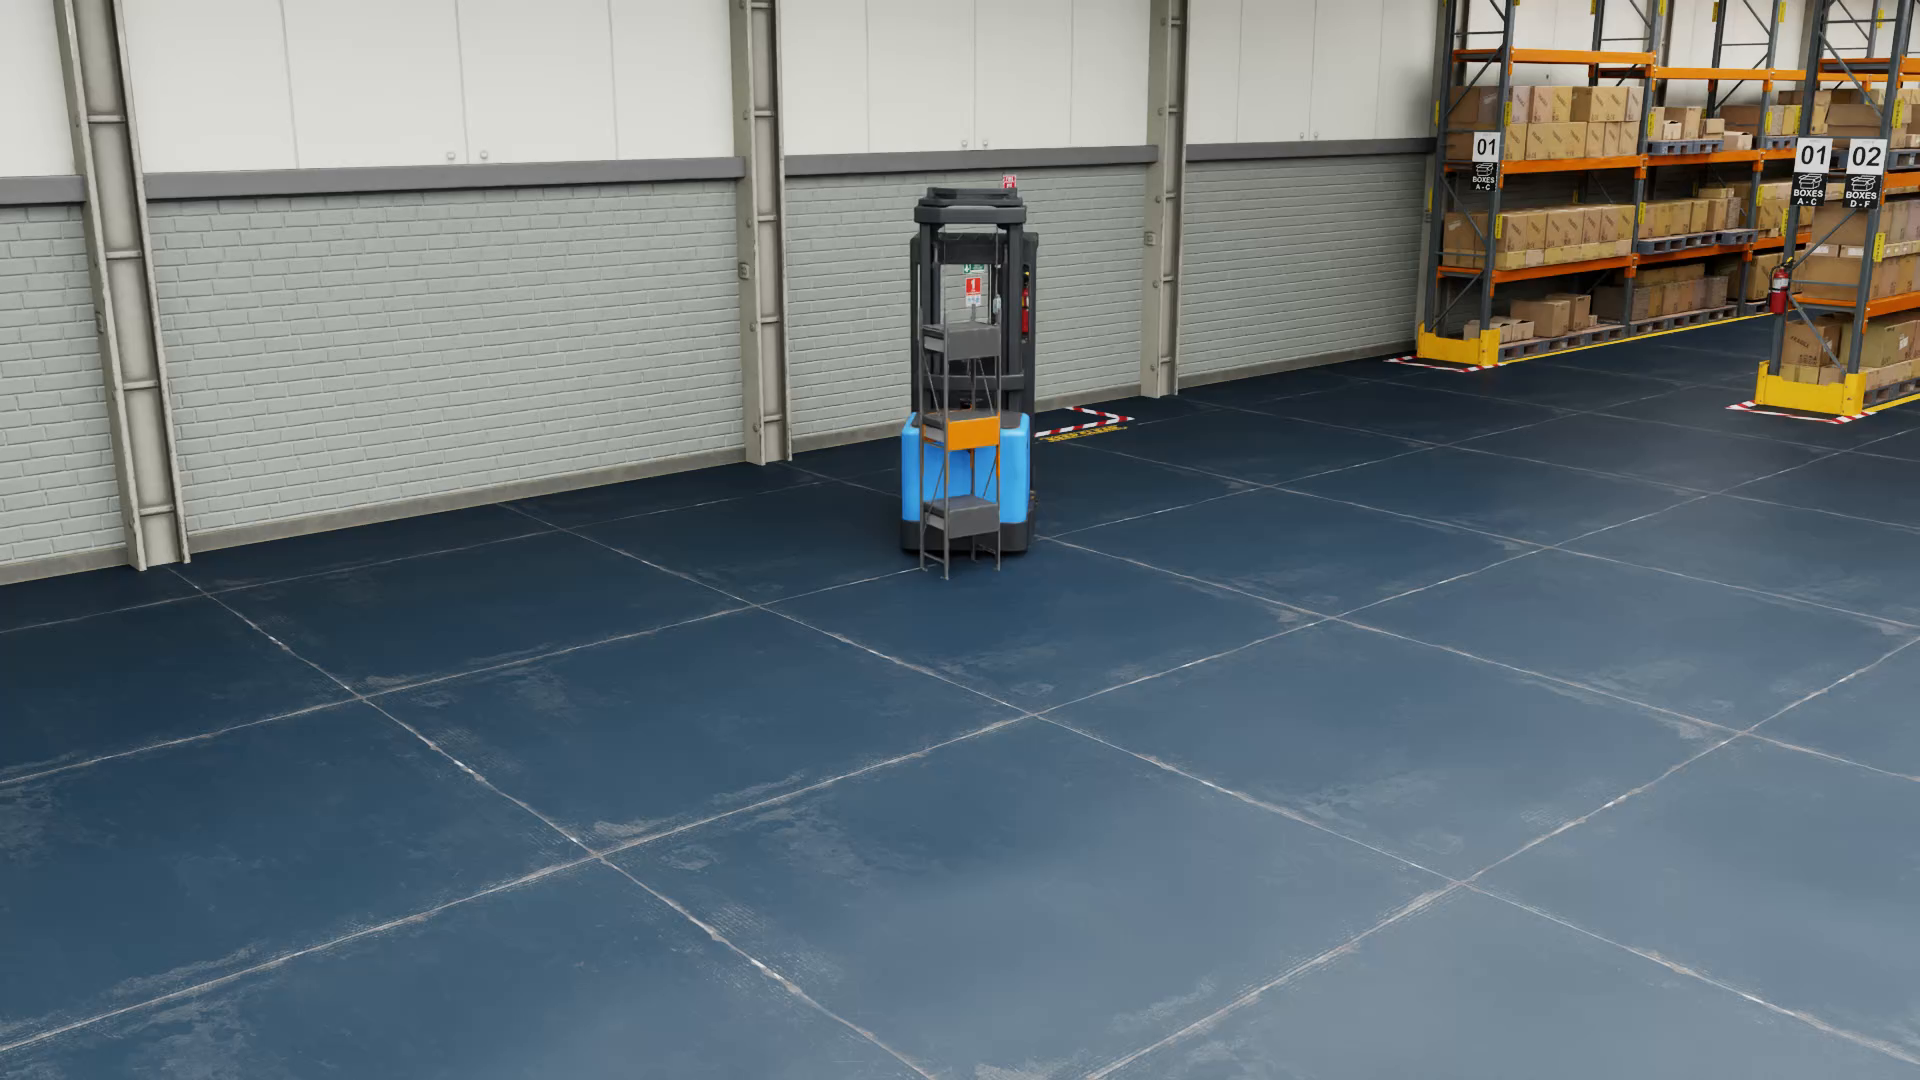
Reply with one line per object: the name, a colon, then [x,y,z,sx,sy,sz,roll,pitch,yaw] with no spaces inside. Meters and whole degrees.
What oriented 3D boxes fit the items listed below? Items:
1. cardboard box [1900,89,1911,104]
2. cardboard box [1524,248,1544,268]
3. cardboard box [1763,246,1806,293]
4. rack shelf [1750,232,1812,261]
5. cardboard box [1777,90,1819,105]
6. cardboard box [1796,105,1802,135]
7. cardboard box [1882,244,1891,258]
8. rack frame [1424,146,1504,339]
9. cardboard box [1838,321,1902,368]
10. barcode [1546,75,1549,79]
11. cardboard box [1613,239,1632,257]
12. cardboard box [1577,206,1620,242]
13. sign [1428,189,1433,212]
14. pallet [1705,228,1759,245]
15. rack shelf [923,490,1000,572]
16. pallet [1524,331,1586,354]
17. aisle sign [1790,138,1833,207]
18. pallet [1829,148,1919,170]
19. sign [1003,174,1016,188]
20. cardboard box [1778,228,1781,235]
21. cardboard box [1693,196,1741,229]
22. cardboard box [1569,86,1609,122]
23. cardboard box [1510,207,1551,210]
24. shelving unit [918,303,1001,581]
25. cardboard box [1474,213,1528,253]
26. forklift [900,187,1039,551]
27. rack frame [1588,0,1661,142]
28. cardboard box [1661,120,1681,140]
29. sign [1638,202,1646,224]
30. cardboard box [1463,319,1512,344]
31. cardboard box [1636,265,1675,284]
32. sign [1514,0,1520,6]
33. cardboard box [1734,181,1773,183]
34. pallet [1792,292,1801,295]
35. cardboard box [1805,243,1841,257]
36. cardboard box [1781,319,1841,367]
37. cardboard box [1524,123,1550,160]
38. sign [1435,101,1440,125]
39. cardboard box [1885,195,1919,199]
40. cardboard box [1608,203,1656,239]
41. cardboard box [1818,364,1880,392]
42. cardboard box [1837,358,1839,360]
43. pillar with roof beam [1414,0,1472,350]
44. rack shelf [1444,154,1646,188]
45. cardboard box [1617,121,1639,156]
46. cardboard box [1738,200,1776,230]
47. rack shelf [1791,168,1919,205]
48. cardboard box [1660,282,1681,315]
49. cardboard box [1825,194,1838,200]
cardboard box: [17.620,-8.289,31.488,0.500,0.500,0.500,-12,19,-39]
cardboard box: [8.051,-4.076,23.949,0.500,0.250,0.500,-13,20,-41]
cardboard box: [15.071,-4.938,30.275,0.750,0.750,0.750,-12,19,-38]
rack shelf: [14.636,-5.374,29.949,4.000,0.370,1.077,-13,19,-39]
cardboard box: [14.988,-7.912,29.747,0.500,0.250,0.500,-13,20,-41]
cardboard box: [14.611,-7.463,29.519,0.500,0.500,0.700,-13,20,-39]
cardboard box: [10.982,-3.495,20.071,0.250,0.149,0.380,-13,20,-41]
rack frame: [7.092,-4.027,23.514,0.127,3.000,1.000,-13,19,-39]
cardboard box: [11.273,-2.433,20.606,0.500,0.500,0.500,-13,19,-39]
barcode: [8.779,-6.920,24.850,0.075,0.075,0.001,-13,19,-39]
cardboard box: [9.951,-4.503,25.546,0.500,0.250,0.500,-13,19,-39]
cardboard box: [9.583,-4.778,25.125,0.500,0.500,0.500,-13,20,-40]
sign: [6.743,-4.851,23.741,0.005,0.325,0.100,-13,19,-39]
pallet: [12.660,-5.148,28.083,1.003,0.211,1.213,-13,19,-39]
rack shelf: [-0.002,-0.080,13.247,0.480,0.518,0.431,-9,18,-31]
pallet: [8.706,-3.029,25.181,1.213,0.211,1.003,-13,19,-39]
aisle sign: [10.105,-4.365,19.743,0.004,0.787,0.394,-13,19,-39]
pallet: [10.897,-4.585,19.960,1.213,0.211,1.003,-13,19,-39]
sign: [0.565,-4.024,19.012,0.199,0.298,0.001,-13,19,-39]
cardboard box: [14.278,-5.463,29.338,0.250,0.149,0.380,-12,19,-38]
cardboard box: [12.779,-5.562,28.213,0.700,0.500,0.500,13,20,40]
cardboard box: [9.116,-6.372,24.310,0.500,0.500,0.500,-14,20,-41]
cardboard box: [8.462,-4.705,24.850,0.500,0.500,0.500,-12,19,-39]
shelving unit: [-0.002,-0.770,13.063,0.503,2.100,0.431,-9,18,-31]
cardboard box: [7.650,-4.349,23.518,0.500,0.500,0.500,-13,19,-39]
forklift: [0.132,-1.650,14.747,1.130,2.935,3.031,1,15,4]
rack frame: [10.110,-7.603,25.277,0.127,3.000,1.000,-13,19,-39]
cardboard box: [11.039,-6.495,26.300,0.500,0.311,0.500,-12,19,-38]
sign: [10.472,-5.019,25.549,0.005,0.325,0.100,-13,19,-39]
cardboard box: [7.673,-3.040,24.177,0.500,0.311,0.500,13,20,41]
cardboard box: [11.374,-4.364,27.313,0.500,0.250,0.500,-13,20,-41]
sign: [7.448,-7.309,22.214,0.005,0.325,0.100,-13,19,-39]
cardboard box: [14.081,-6.247,29.562,0.500,0.250,0.500,-13,20,-41]
pallet: [14.691,-4.360,30.162,1.213,0.211,1.003,-13,19,-39]
cardboard box: [10.510,-3.527,20.191,0.250,0.149,0.380,-13,20,-40]
cardboard box: [10.556,-2.449,20.667,0.500,0.500,0.500,-13,19,-39]
cardboard box: [7.937,-5.626,23.456,0.500,0.500,0.500,-11,19,-36]
sign: [6.743,-6.016,23.430,0.005,0.325,0.100,-13,19,-39]
cardboard box: [11.898,-4.085,21.022,0.500,0.500,0.700,-13,19,-39]
cardboard box: [10.516,-5.045,26.279,0.500,0.500,0.700,-13,19,-39]
cardboard box: [10.897,-1.985,20.385,0.500,0.250,0.500,-13,19,-39]
cardboard box: [10.927,-2.173,21.088,0.500,0.250,0.500,-13,19,-39]
pillar with roof beam: [9.878,-6.374,20.677,0.400,9.000,9.100,-13,19,-39]
rack shelf: [8.601,-5.468,24.488,4.000,0.370,1.077,-13,19,-39]
cardboard box: [9.889,-6.078,25.146,0.500,0.500,0.500,-12,19,-38]
cardboard box: [13.662,-5.616,28.655,0.500,0.500,0.500,-12,19,-38]
rack shelf: [11.856,-4.504,20.880,4.000,0.370,1.077,-13,19,-39]
cardboard box: [11.422,-4.013,27.454,0.500,0.500,0.700,-12,19,-39]
cardboard box: [15.584,-6.046,30.263,0.500,0.500,0.500,-12,19,-39]
